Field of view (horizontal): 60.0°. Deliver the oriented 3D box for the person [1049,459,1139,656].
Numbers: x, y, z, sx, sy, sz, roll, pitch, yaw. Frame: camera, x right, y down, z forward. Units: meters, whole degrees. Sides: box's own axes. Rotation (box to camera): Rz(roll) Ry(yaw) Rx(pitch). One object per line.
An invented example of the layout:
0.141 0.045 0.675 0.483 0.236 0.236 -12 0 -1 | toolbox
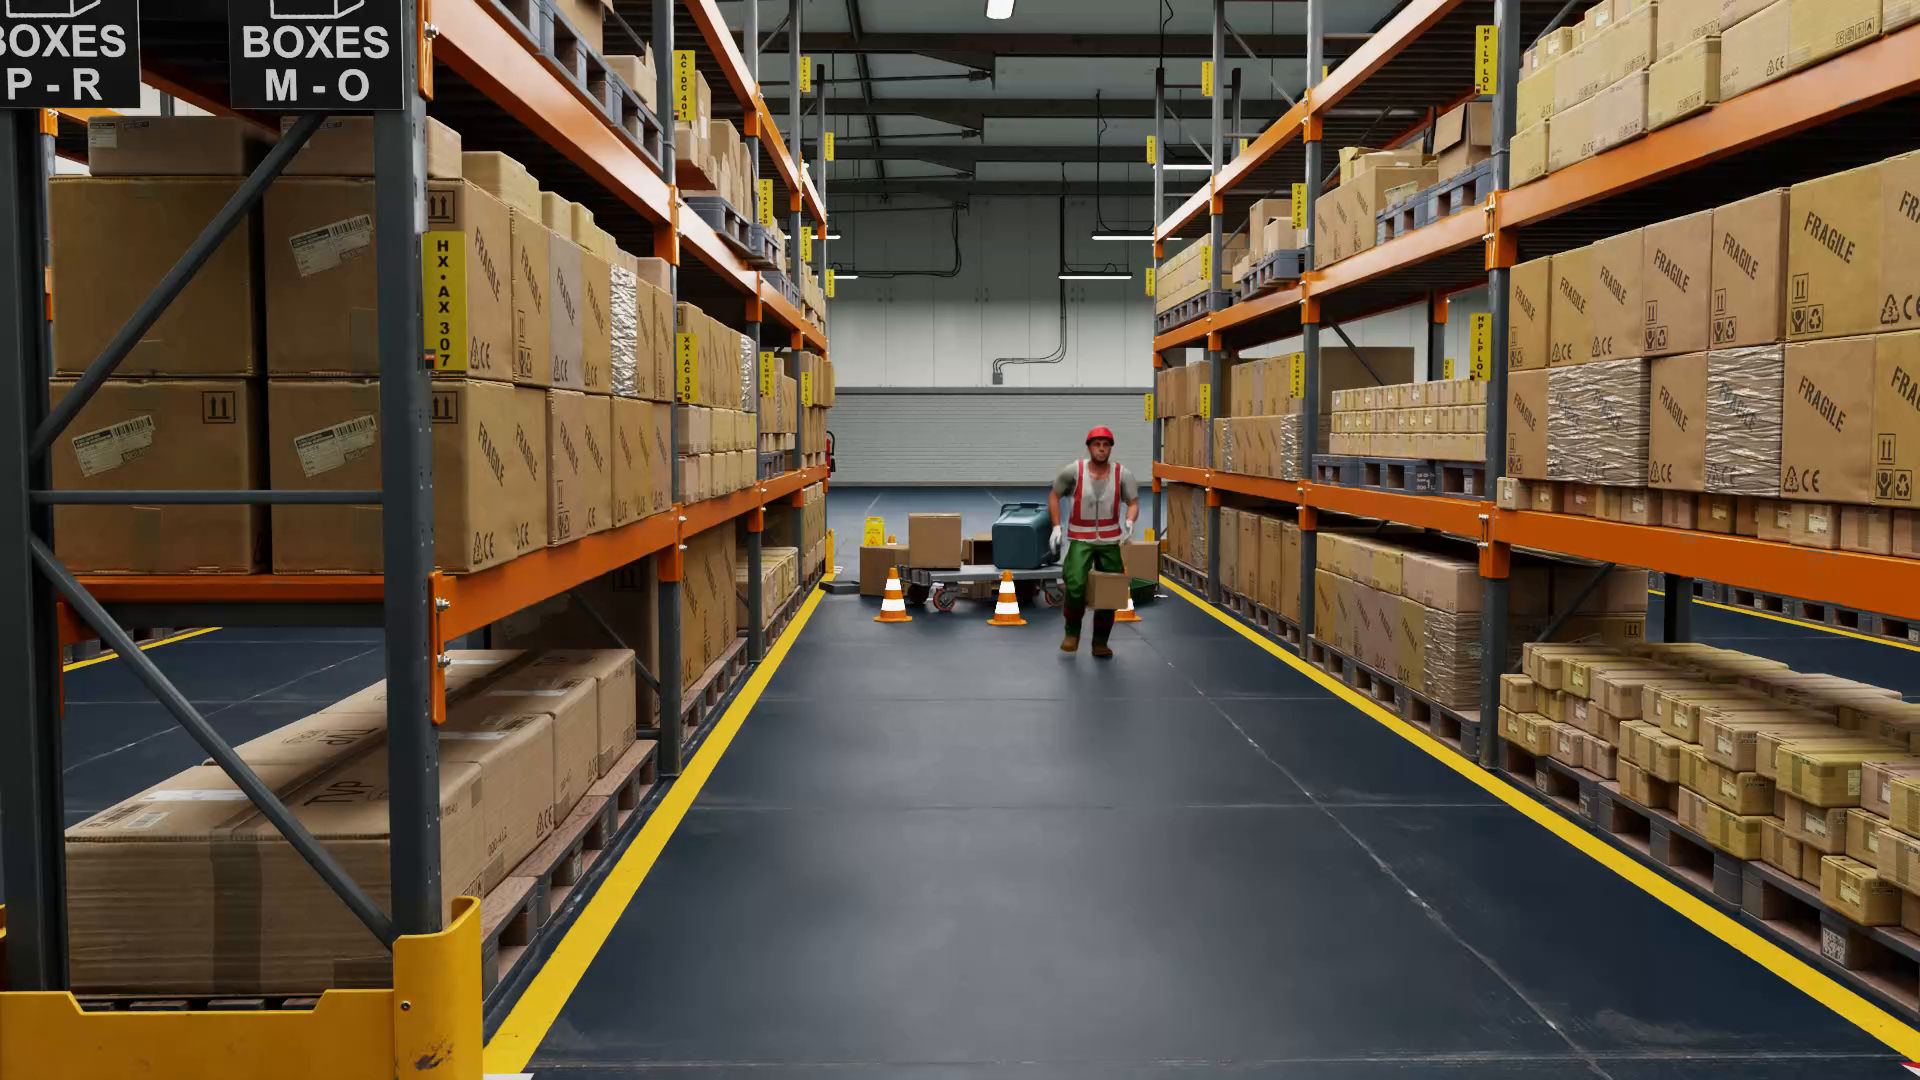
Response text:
0.989 0.130 12.173 0.645 1.507 0.683 0 4 -5 | person
